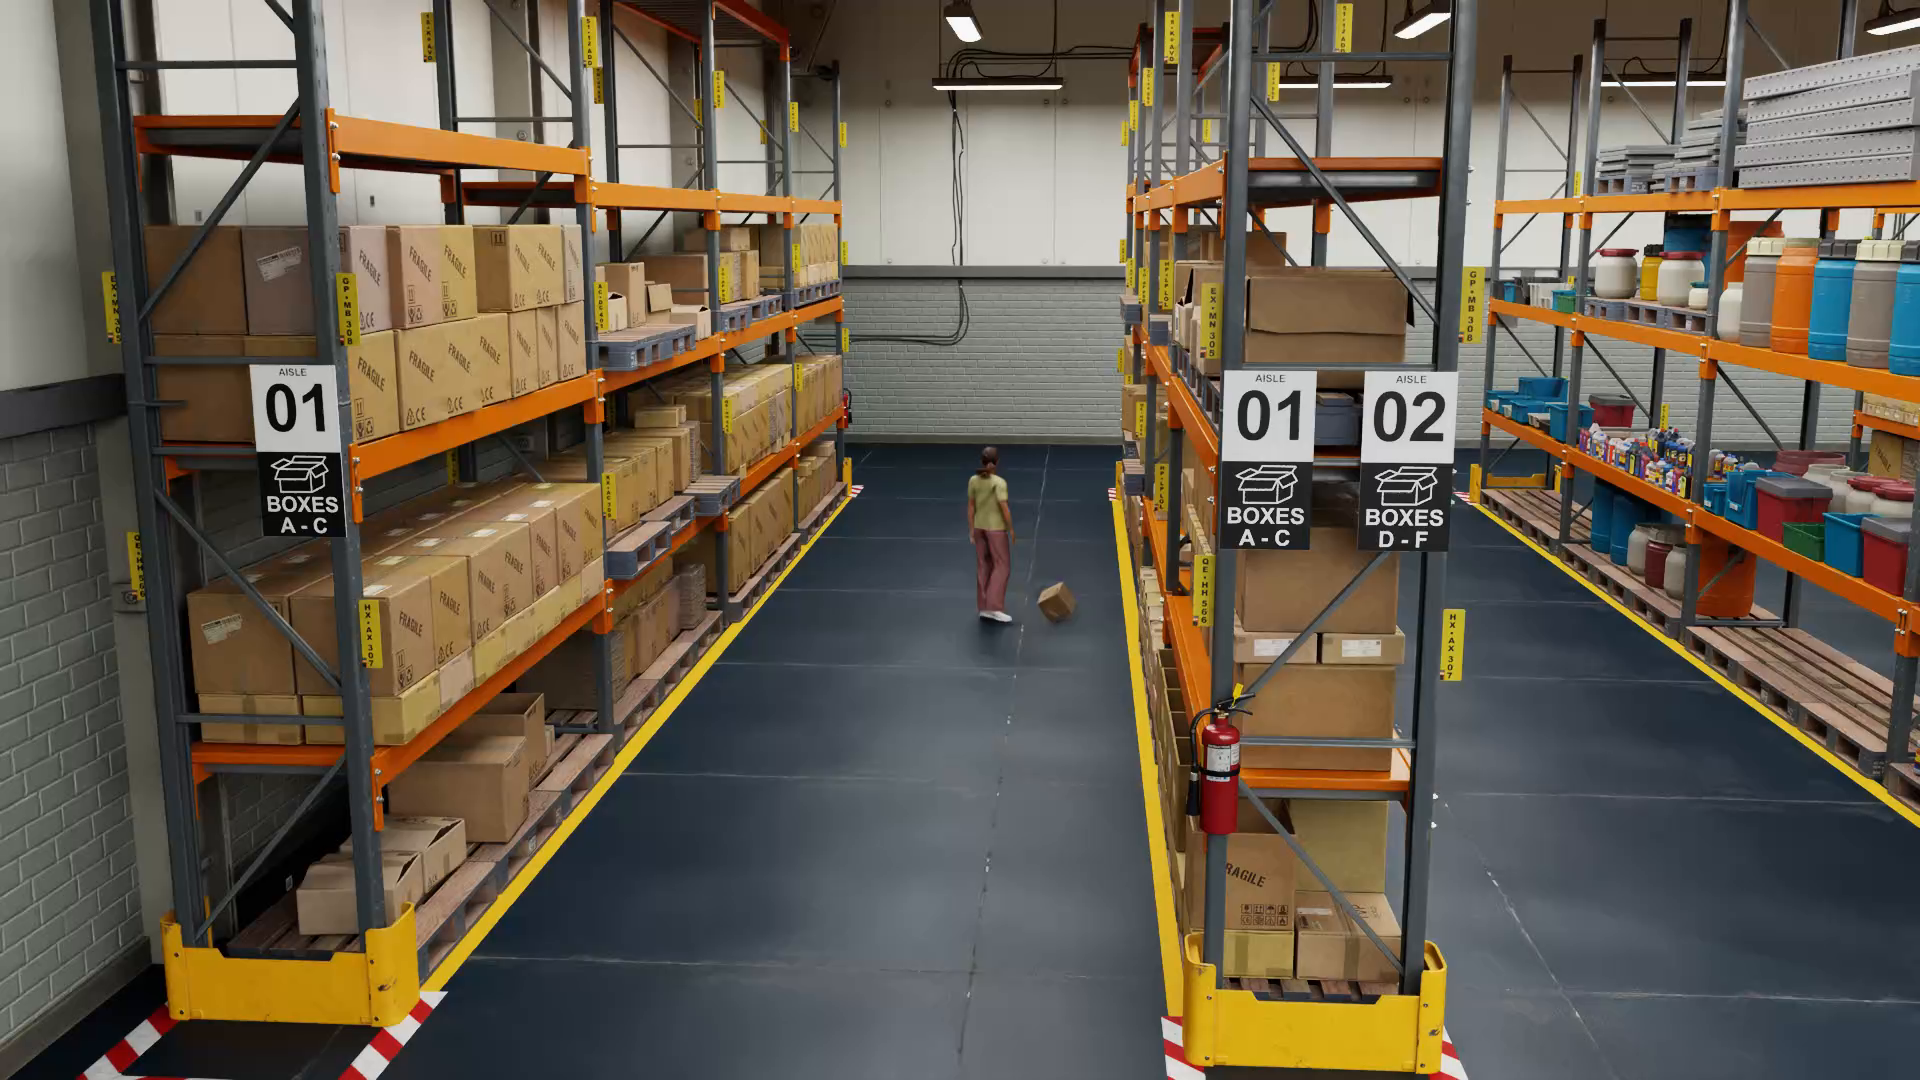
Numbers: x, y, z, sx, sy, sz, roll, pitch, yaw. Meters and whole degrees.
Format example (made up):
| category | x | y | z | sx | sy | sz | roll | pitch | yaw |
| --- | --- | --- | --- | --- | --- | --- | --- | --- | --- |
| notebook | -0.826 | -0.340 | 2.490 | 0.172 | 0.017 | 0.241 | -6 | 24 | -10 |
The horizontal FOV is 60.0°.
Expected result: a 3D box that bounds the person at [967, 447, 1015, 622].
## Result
| category | x | y | z | sx | sy | sz | roll | pitch | yaw |
| --- | --- | --- | --- | --- | --- | --- | --- | --- | --- |
| person | 0.322 | -0.065 | 16.179 | 0.614 | 1.669 | 0.389 | 9 | 14 | 40 |
